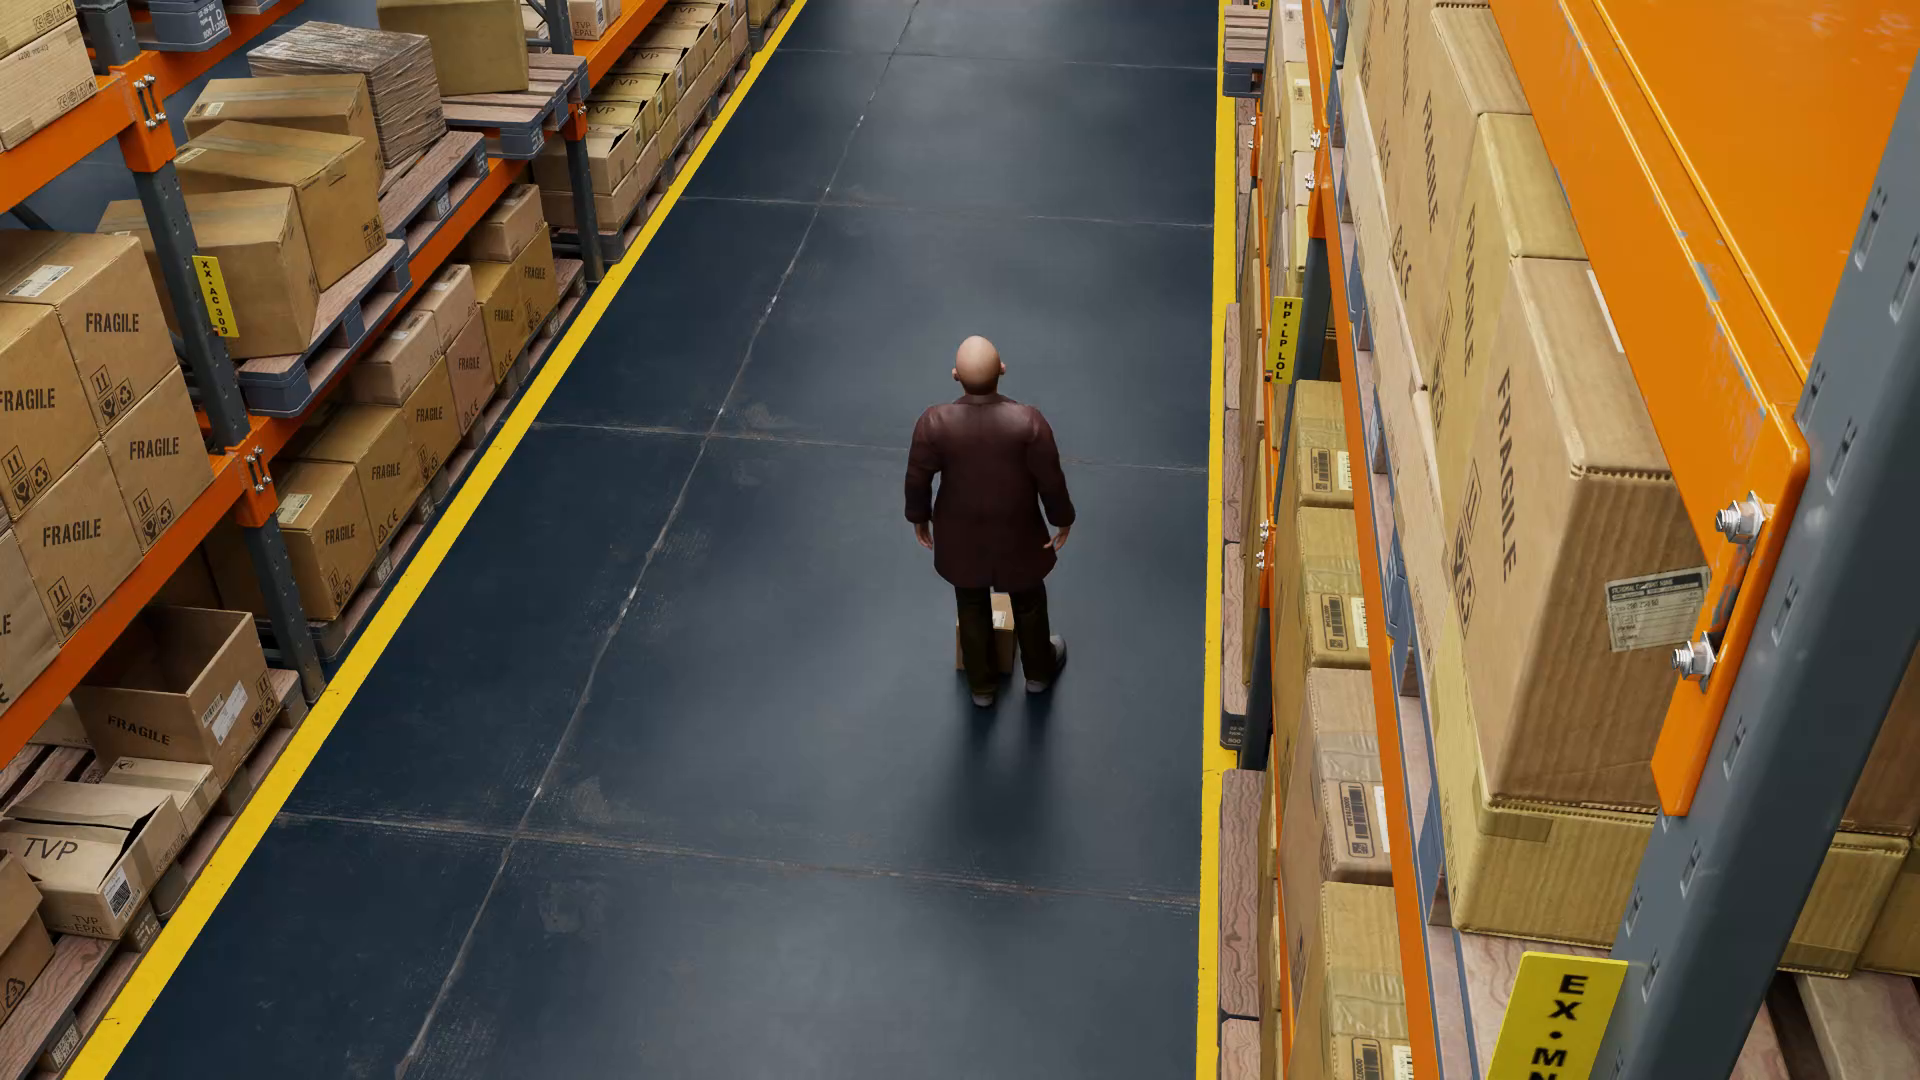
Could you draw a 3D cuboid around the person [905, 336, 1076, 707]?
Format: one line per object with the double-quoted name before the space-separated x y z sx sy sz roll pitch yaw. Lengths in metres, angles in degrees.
"person" 0.129 -0.107 6.794 0.694 1.776 0.582 5 36 6
